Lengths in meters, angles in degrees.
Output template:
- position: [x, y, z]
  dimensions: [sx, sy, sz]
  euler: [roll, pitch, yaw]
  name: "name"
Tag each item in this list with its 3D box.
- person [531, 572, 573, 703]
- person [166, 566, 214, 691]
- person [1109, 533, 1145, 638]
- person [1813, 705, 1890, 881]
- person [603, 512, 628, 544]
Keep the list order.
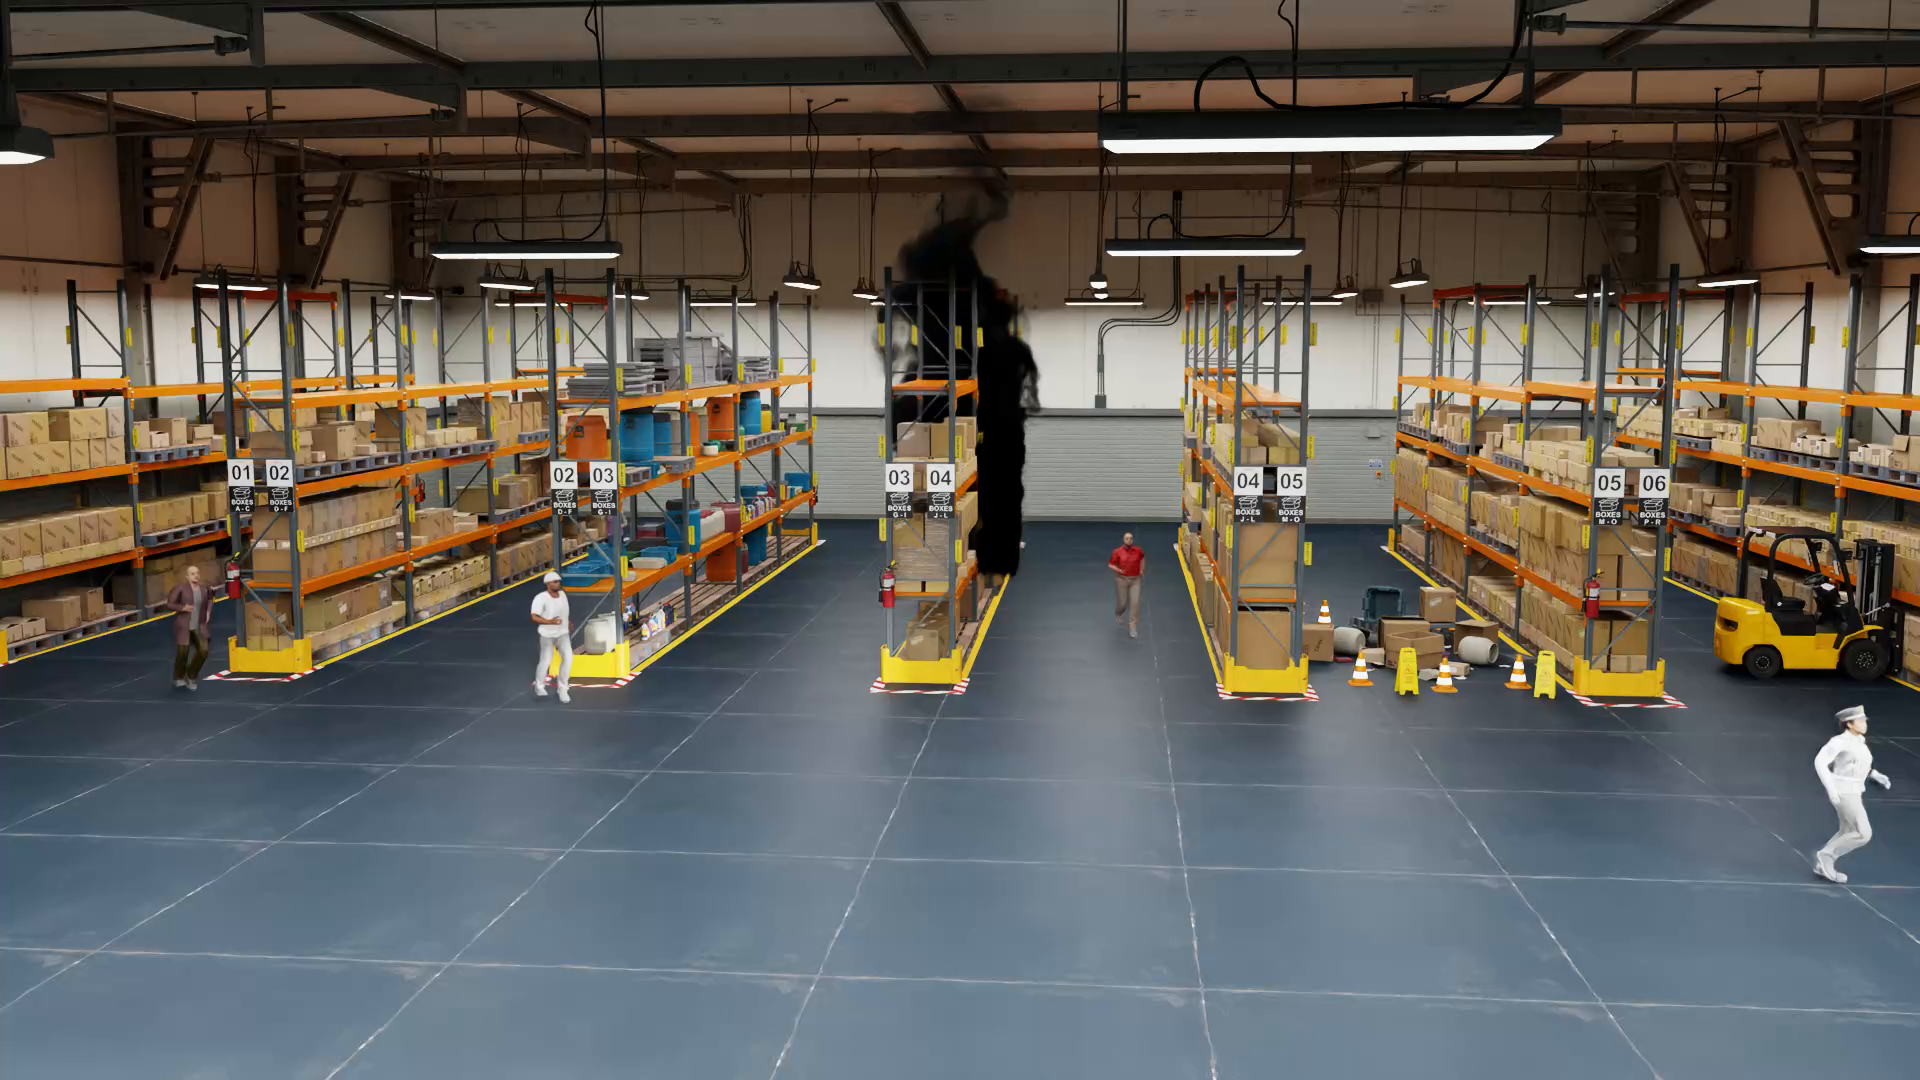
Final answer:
- position: [-5.610, 1.344, 23.011]
  dimensions: [0.720, 1.824, 0.714]
  euler: [7, 10, 44]
  name: "person"
- position: [-10.920, 1.272, 23.716]
  dimensions: [0.710, 1.799, 0.758]
  euler: [-6, 9, -42]
  name: "person"
- position: [2.838, 0.731, 28.099]
  dimensions: [0.664, 1.725, 0.954]
  euler: [-1, 7, -7]
  name: "person"
- position: [8.197, 2.328, 15.266]
  dimensions: [0.560, 1.659, 0.623]
  euler: [7, 10, 44]
  name: "person"
- position: [-7.322, -0.071, 35.310]
  dimensions: [0.555, 1.603, 0.791]
  euler: [0, 7, 1]
  name: "person"
